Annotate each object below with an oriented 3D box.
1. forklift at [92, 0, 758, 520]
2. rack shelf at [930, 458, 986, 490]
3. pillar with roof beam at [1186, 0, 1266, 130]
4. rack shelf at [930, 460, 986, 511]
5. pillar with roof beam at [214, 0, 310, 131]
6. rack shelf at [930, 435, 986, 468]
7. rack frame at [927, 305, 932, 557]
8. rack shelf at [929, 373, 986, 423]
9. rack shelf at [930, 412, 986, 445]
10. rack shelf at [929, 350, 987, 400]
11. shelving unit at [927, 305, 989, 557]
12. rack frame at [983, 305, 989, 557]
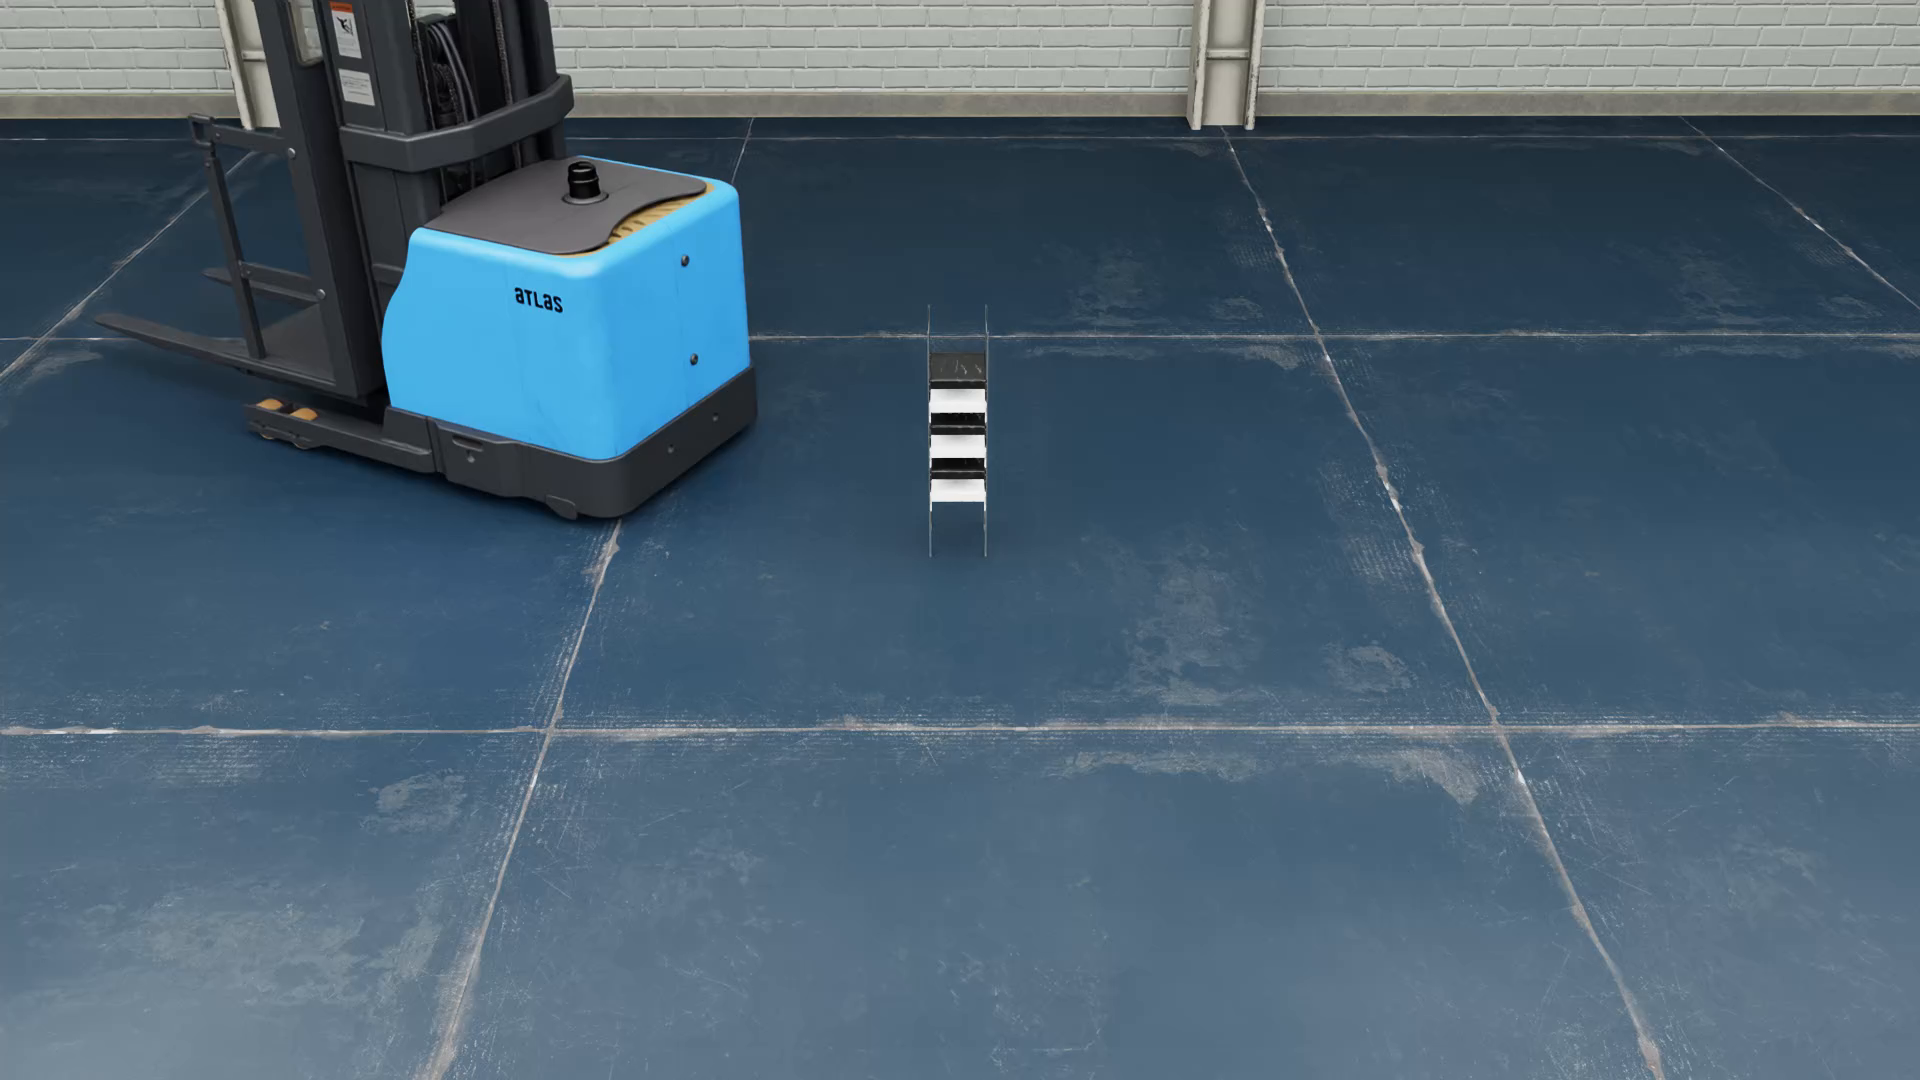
[{"bbox_3d":[-2.399,-1.854,6.480,3.031,2.935,1.130,15,34,23],"label":"forklift"},{"bbox_3d":[-0.008,-0.279,6.081,0.200,0.077,0.258,0,31,0],"label":"rack shelf"},{"bbox_3d":[1.692,-4.297,4.657,0.400,9.000,9.100,0,31,0],"label":"pillar with roof beam"},{"bbox_3d":[-0.008,-0.202,6.127,0.200,0.077,0.258,0,31,0],"label":"rack shelf"},{"bbox_3d":[-4.308,-4.278,4.626,0.400,9.000,9.100,0,31,0],"label":"pillar with roof beam"},{"bbox_3d":[-0.008,-0.356,6.034,0.200,0.077,0.258,0,31,0],"label":"rack shelf"},{"bbox_3d":[-0.110,-0.384,6.016,0.006,0.900,0.240,0,31,0],"label":"rack frame"},{"bbox_3d":[-0.008,-0.510,5.940,0.200,0.077,0.258,0,31,0],"label":"rack shelf"},{"bbox_3d":[-0.008,-0.433,5.987,0.200,0.077,0.258,0,31,0],"label":"rack shelf"},{"bbox_3d":[-0.008,-0.587,5.894,0.200,0.077,0.258,0,31,0],"label":"rack shelf"},{"bbox_3d":[-0.008,-0.385,6.017,0.210,0.900,0.258,0,31,0],"label":"shelving unit"},{"bbox_3d":[0.094,-0.385,6.017,0.006,0.900,0.240,0,31,0],"label":"rack frame"}]
